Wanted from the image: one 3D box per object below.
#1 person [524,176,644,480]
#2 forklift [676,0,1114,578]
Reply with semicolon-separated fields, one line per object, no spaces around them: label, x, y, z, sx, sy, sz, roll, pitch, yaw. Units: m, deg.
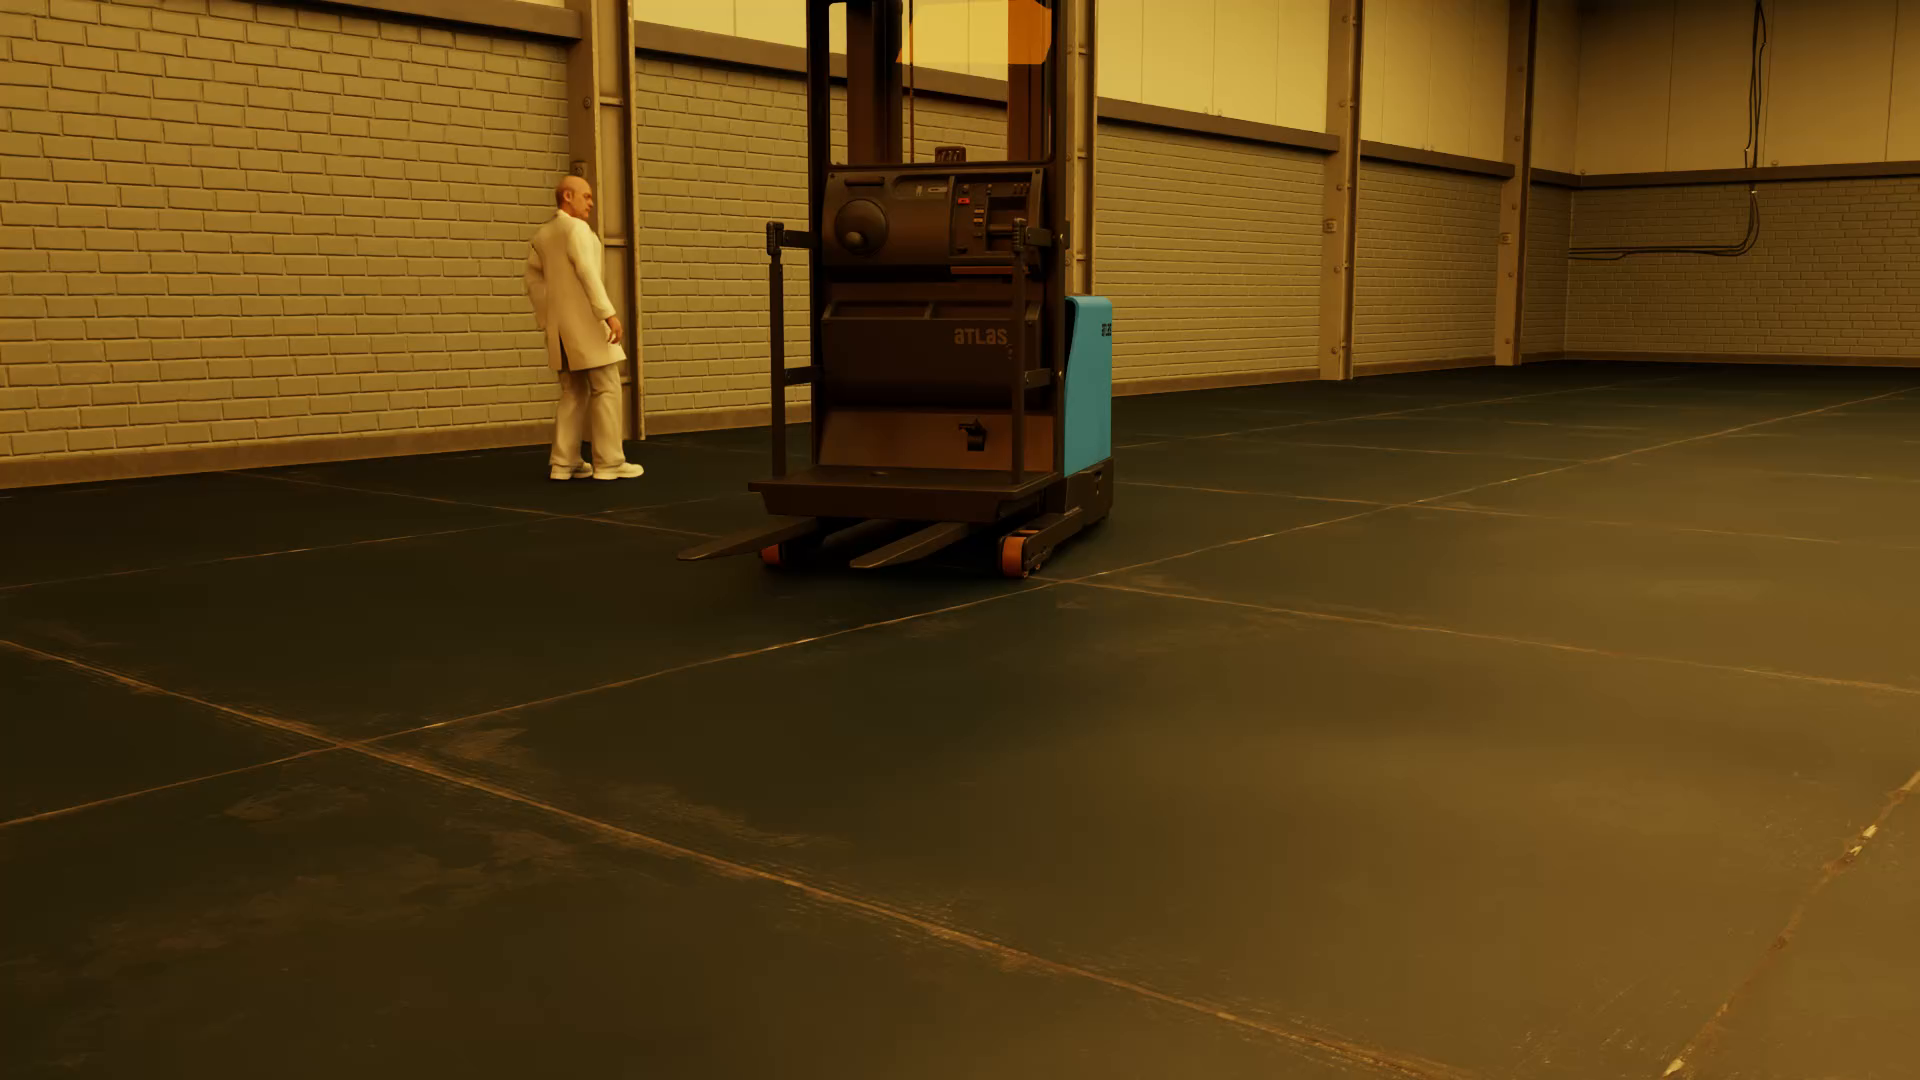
person;-2.203;-1.248;9.823;0.766;1.770;0.528;7;11;39
forklift;-0.176;-1.366;6.616;1.130;2.935;3.031;3;9;17
